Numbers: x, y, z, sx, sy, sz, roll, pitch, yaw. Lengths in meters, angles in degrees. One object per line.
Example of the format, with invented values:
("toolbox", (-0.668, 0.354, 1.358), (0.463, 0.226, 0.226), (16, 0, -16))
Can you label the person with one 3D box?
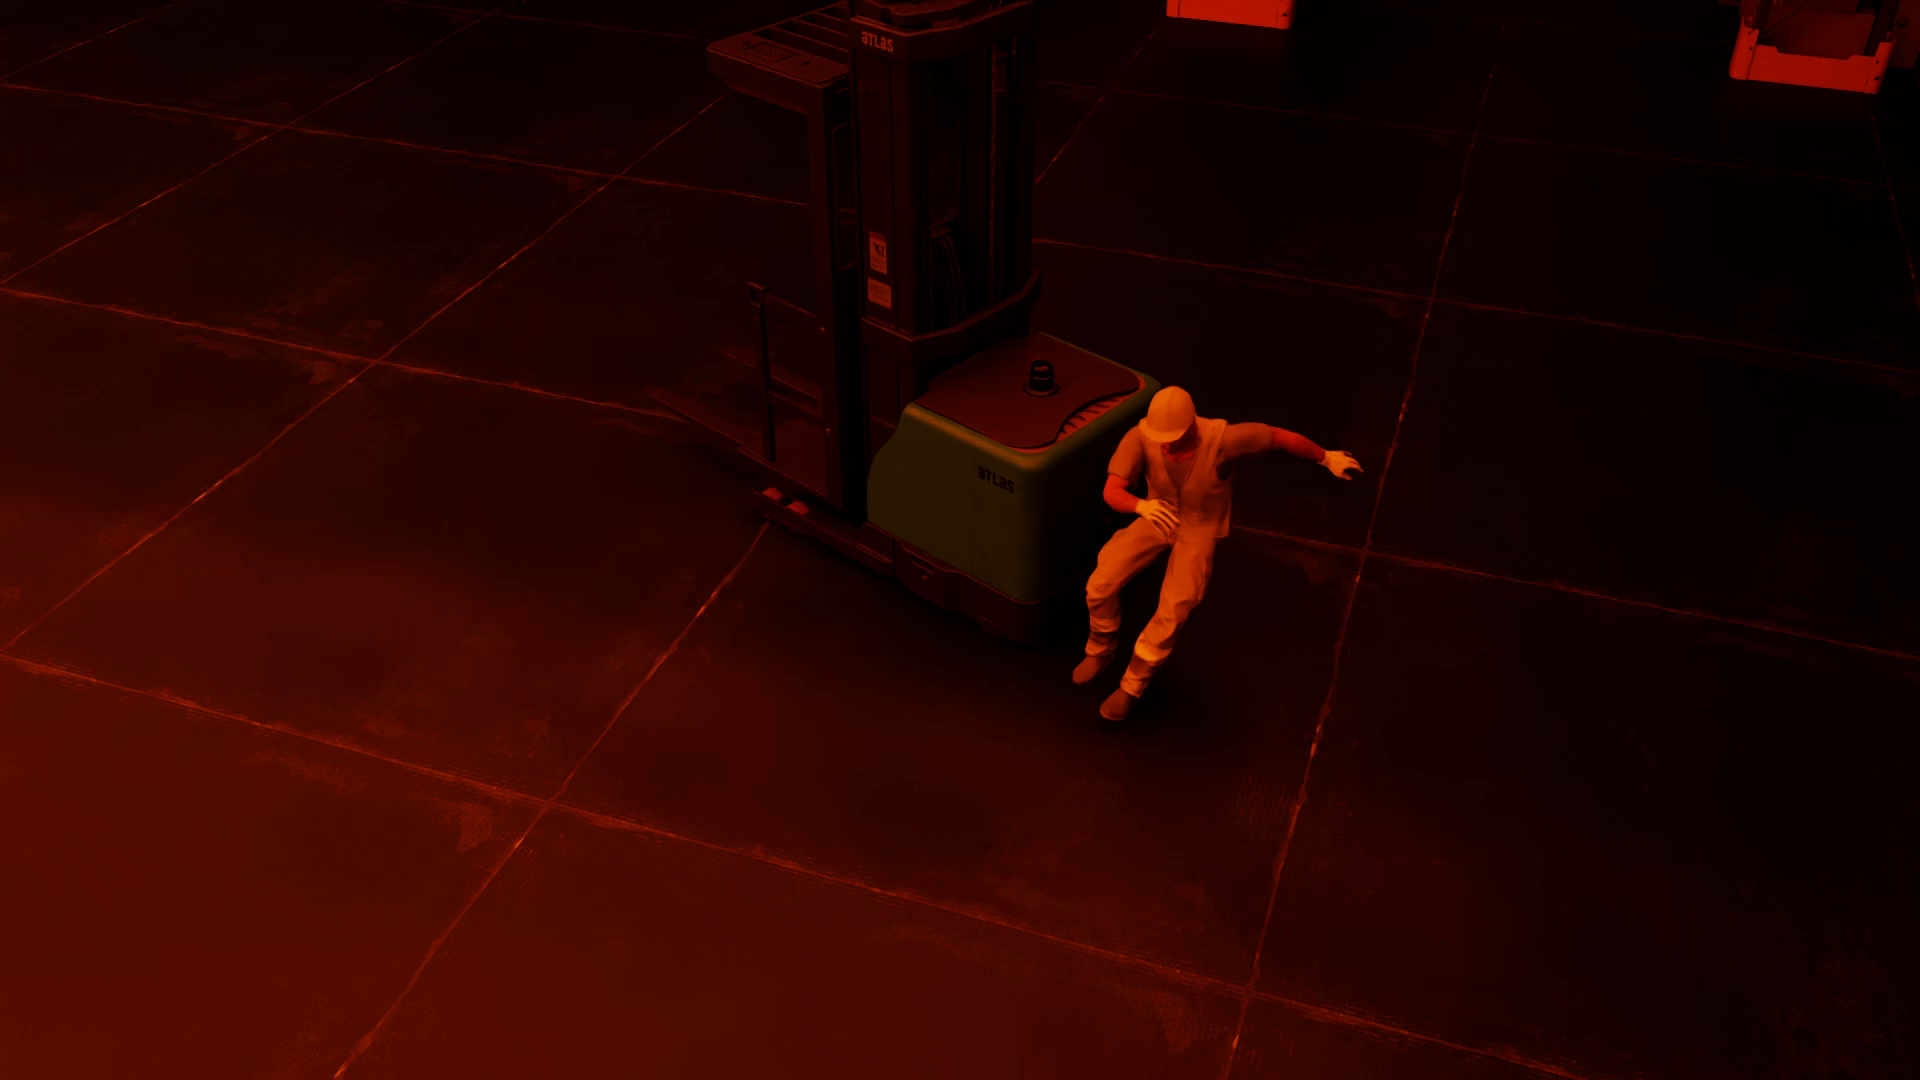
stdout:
("person", (1.090, 0.046, 7.302), (1.084, 1.532, 1.056), (14, 38, 19))

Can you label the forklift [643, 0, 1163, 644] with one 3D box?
("forklift", (-0.455, -1.431, 8.129), (3.031, 2.935, 1.130), (27, 44, 33))
